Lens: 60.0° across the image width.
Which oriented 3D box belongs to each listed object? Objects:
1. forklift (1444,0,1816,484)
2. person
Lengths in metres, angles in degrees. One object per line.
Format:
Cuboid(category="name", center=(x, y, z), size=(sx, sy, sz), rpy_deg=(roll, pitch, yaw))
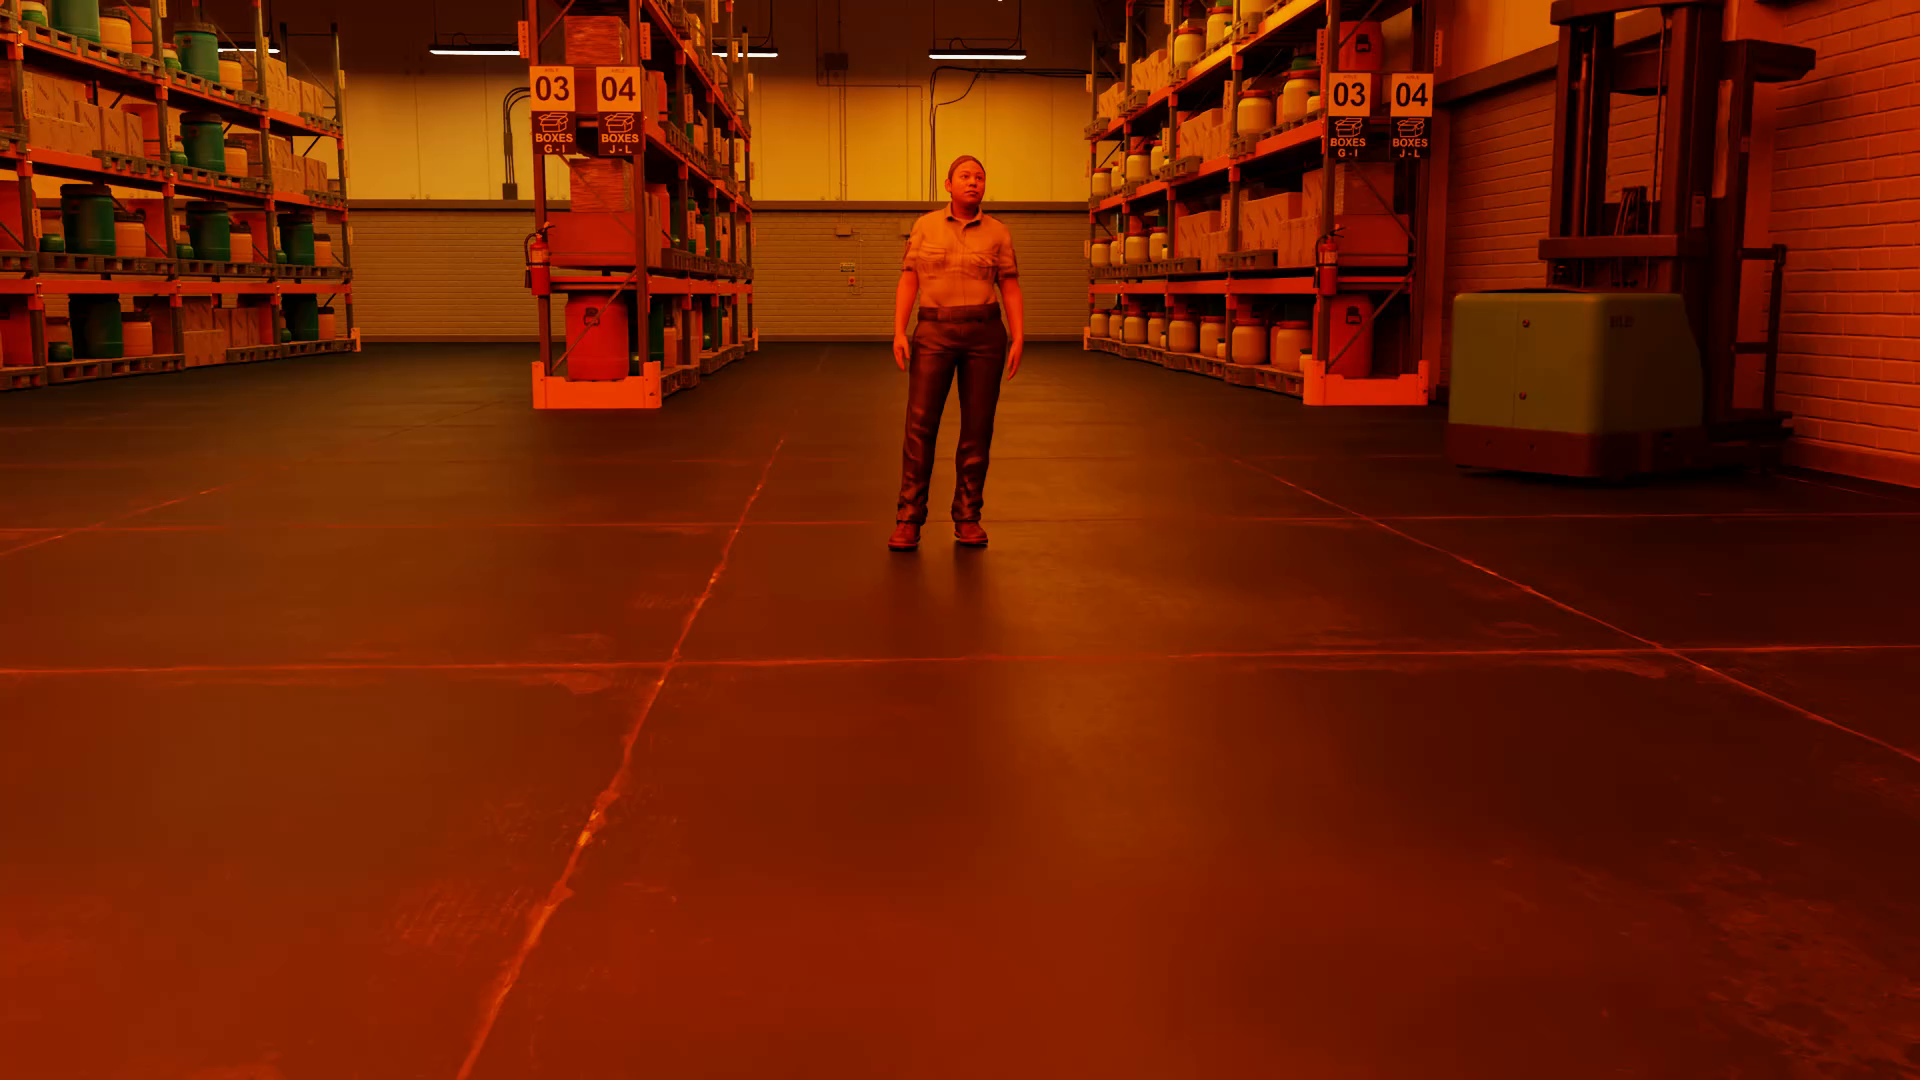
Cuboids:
Cuboid(category="forklift", center=(4.388, -1.904, 10.153), size=(3.031, 2.935, 1.130), rpy_deg=(-6, 10, -34))
Cuboid(category="person", center=(-0.017, -0.810, 7.098), size=(0.598, 1.651, 0.503), rpy_deg=(-1, 8, -4))
